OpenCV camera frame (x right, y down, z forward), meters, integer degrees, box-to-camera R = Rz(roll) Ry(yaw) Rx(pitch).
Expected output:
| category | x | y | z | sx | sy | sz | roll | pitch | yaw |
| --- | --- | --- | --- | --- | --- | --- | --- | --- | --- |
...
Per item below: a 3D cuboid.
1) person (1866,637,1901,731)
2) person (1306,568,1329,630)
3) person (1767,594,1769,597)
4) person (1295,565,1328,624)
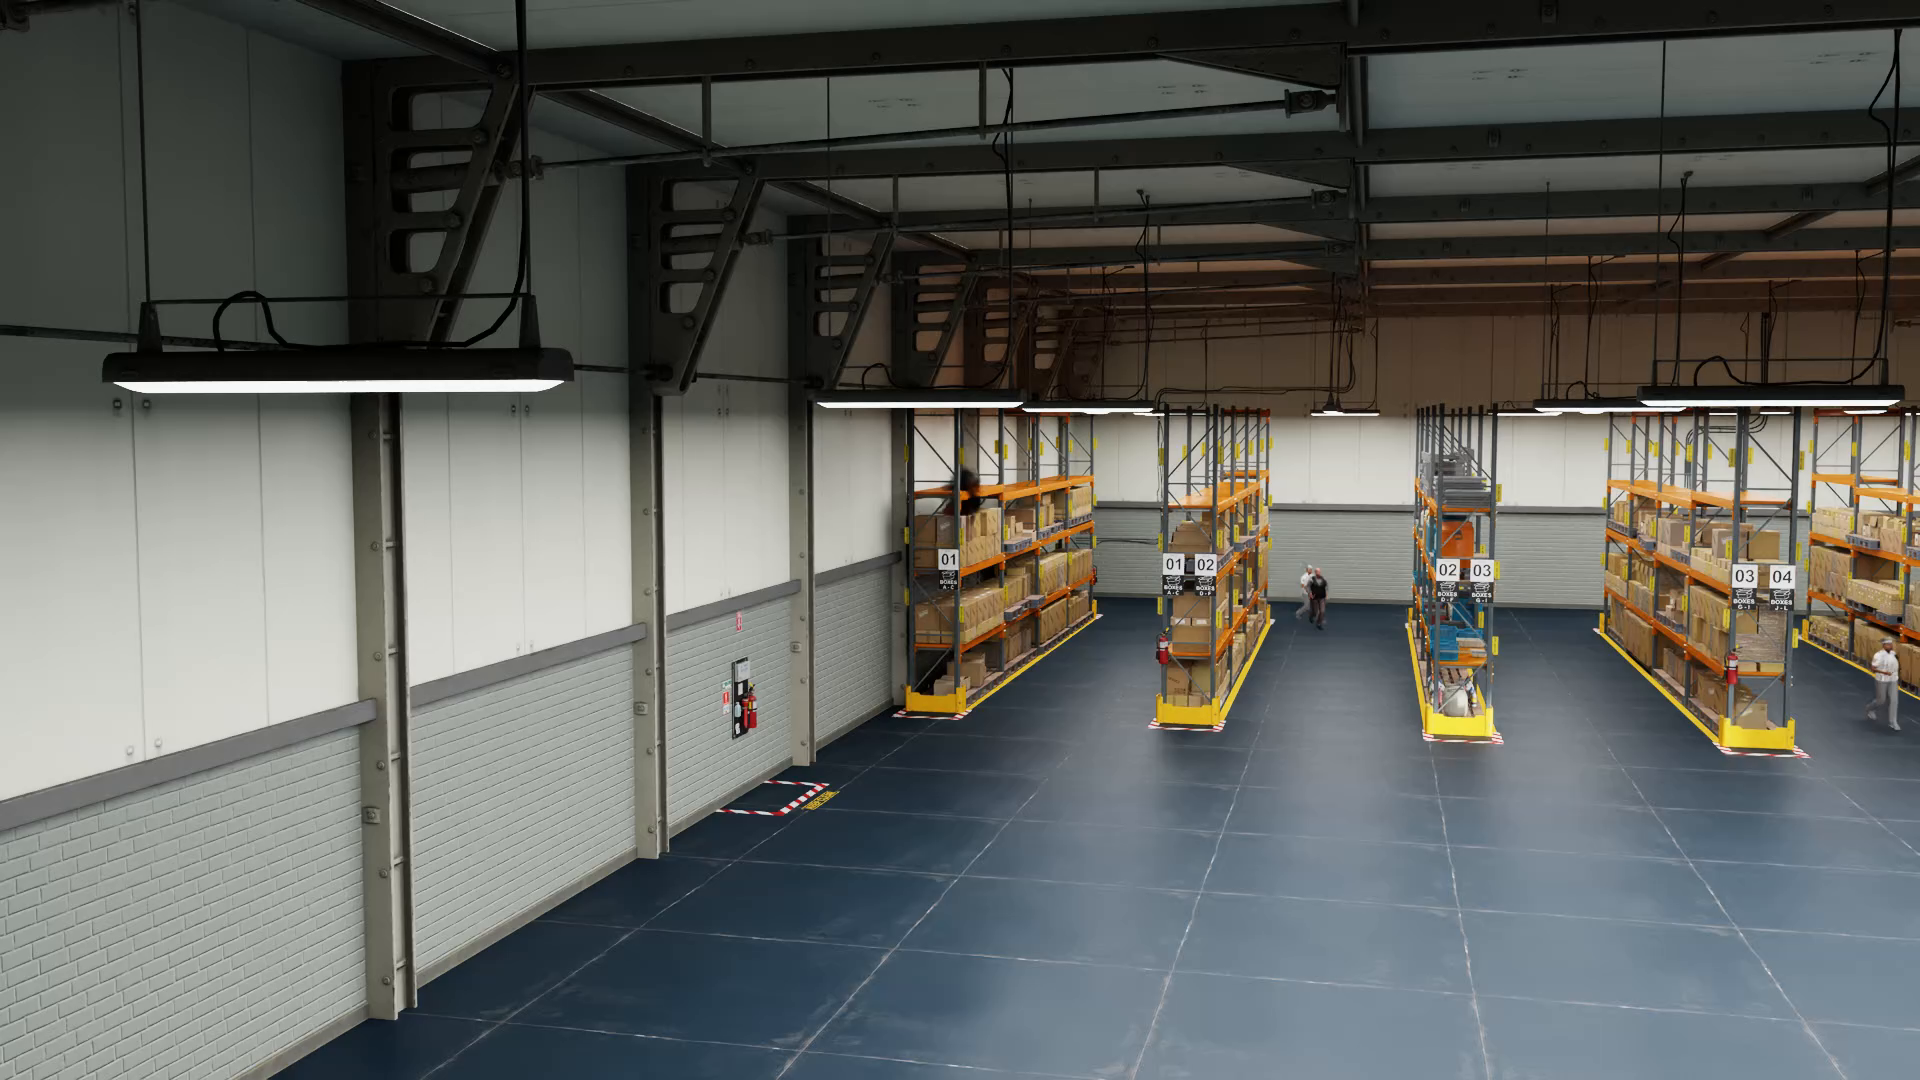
| category | x | y | z | sx | sy | sz | roll | pitch | yaw |
| --- | --- | --- | --- | --- | --- | --- | --- | --- | --- |
| person | 17.180 | 2.626 | 30.858 | 0.580 | 1.695 | 0.904 | 0 | 4 | -3 |
| person | 9.750 | 1.594 | 45.395 | 0.657 | 1.689 | 0.736 | 0 | 4 | -4 |
| person | 21.879 | 1.667 | 44.411 | 0.574 | 1.698 | 0.749 | -1 | 4 | -12 |
| person | 9.813 | 1.522 | 46.700 | 0.641 | 1.655 | 0.903 | -3 | 5 | -36 |
